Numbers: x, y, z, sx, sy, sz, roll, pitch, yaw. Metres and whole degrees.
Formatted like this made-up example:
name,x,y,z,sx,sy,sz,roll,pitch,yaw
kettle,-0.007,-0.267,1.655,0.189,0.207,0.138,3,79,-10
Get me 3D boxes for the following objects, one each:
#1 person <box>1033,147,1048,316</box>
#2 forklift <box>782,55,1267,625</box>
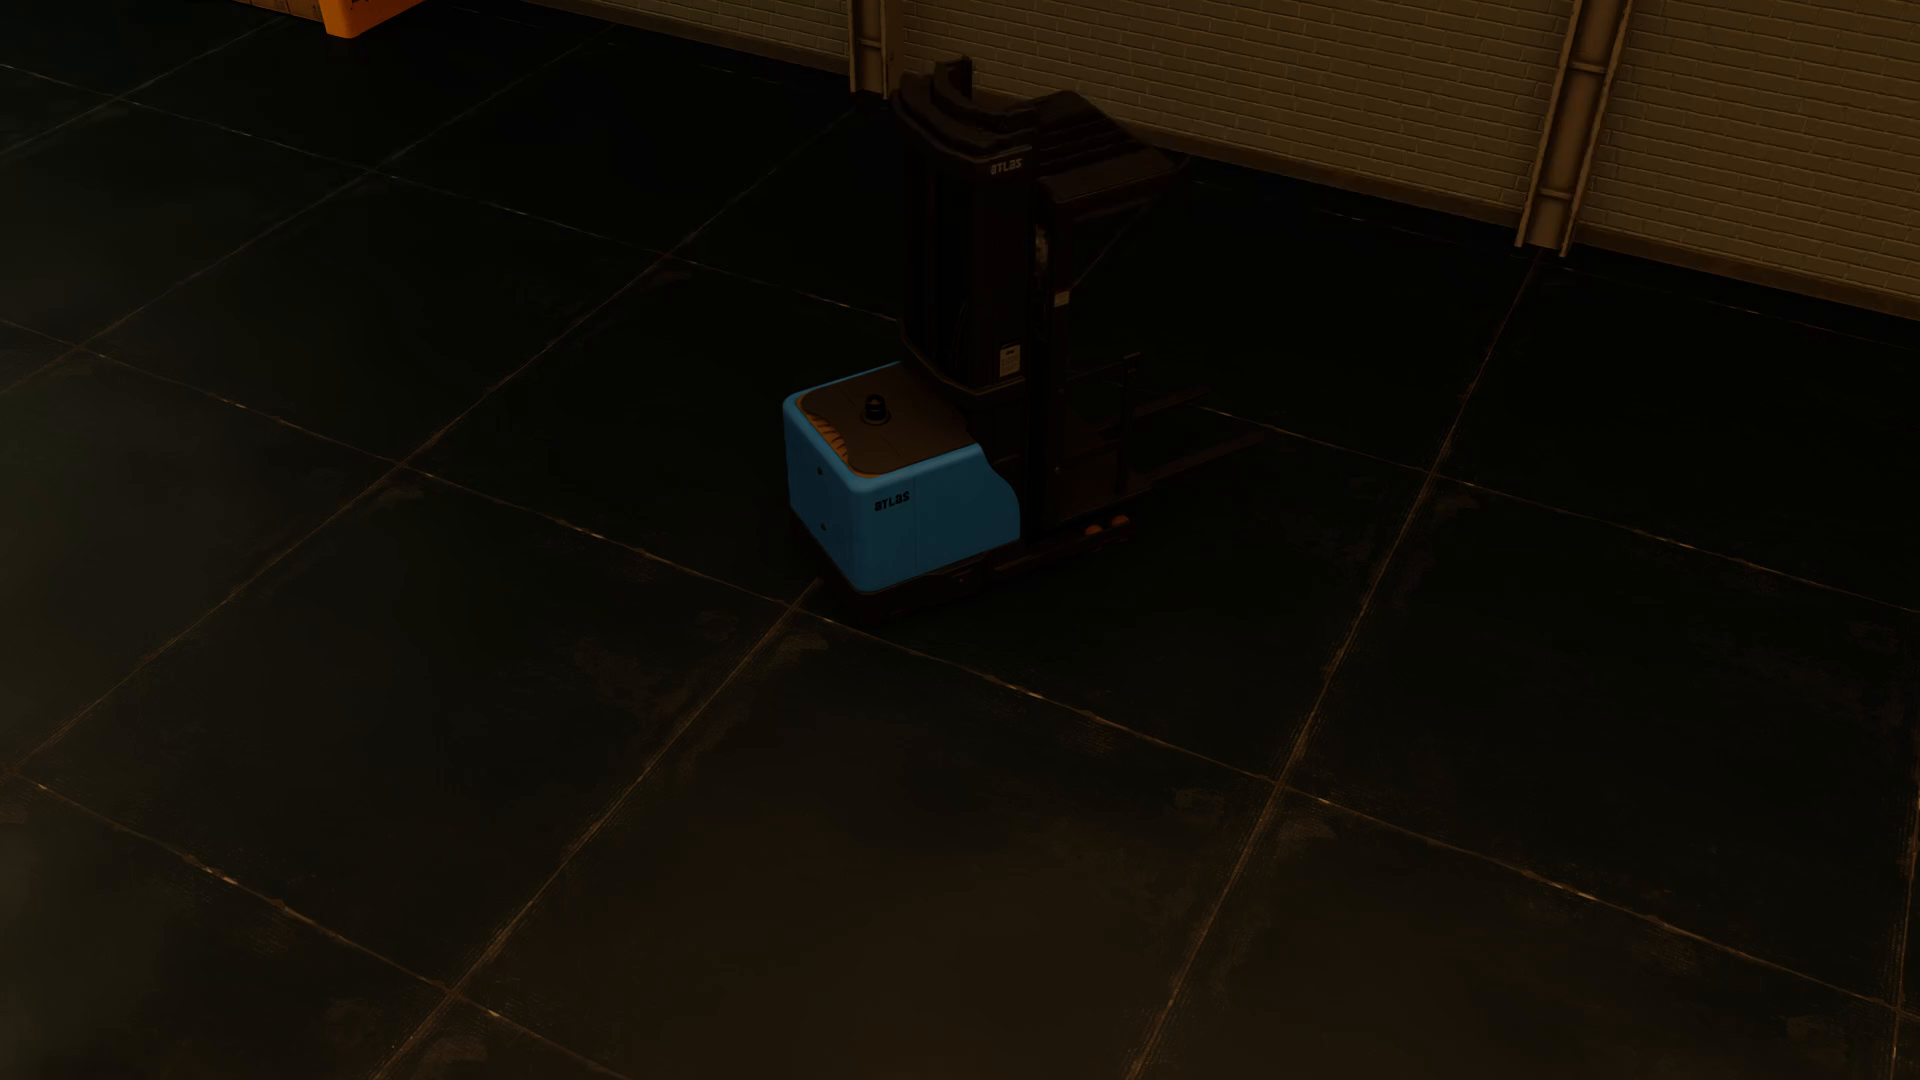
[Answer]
name,x,y,z,sx,sy,sz,roll,pitch,yaw
person,0.435,-2.158,11.469,0.432,1.747,0.860,17,43,19
forklift,0.496,-1.324,9.558,3.031,2.935,1.130,-20,44,-22
